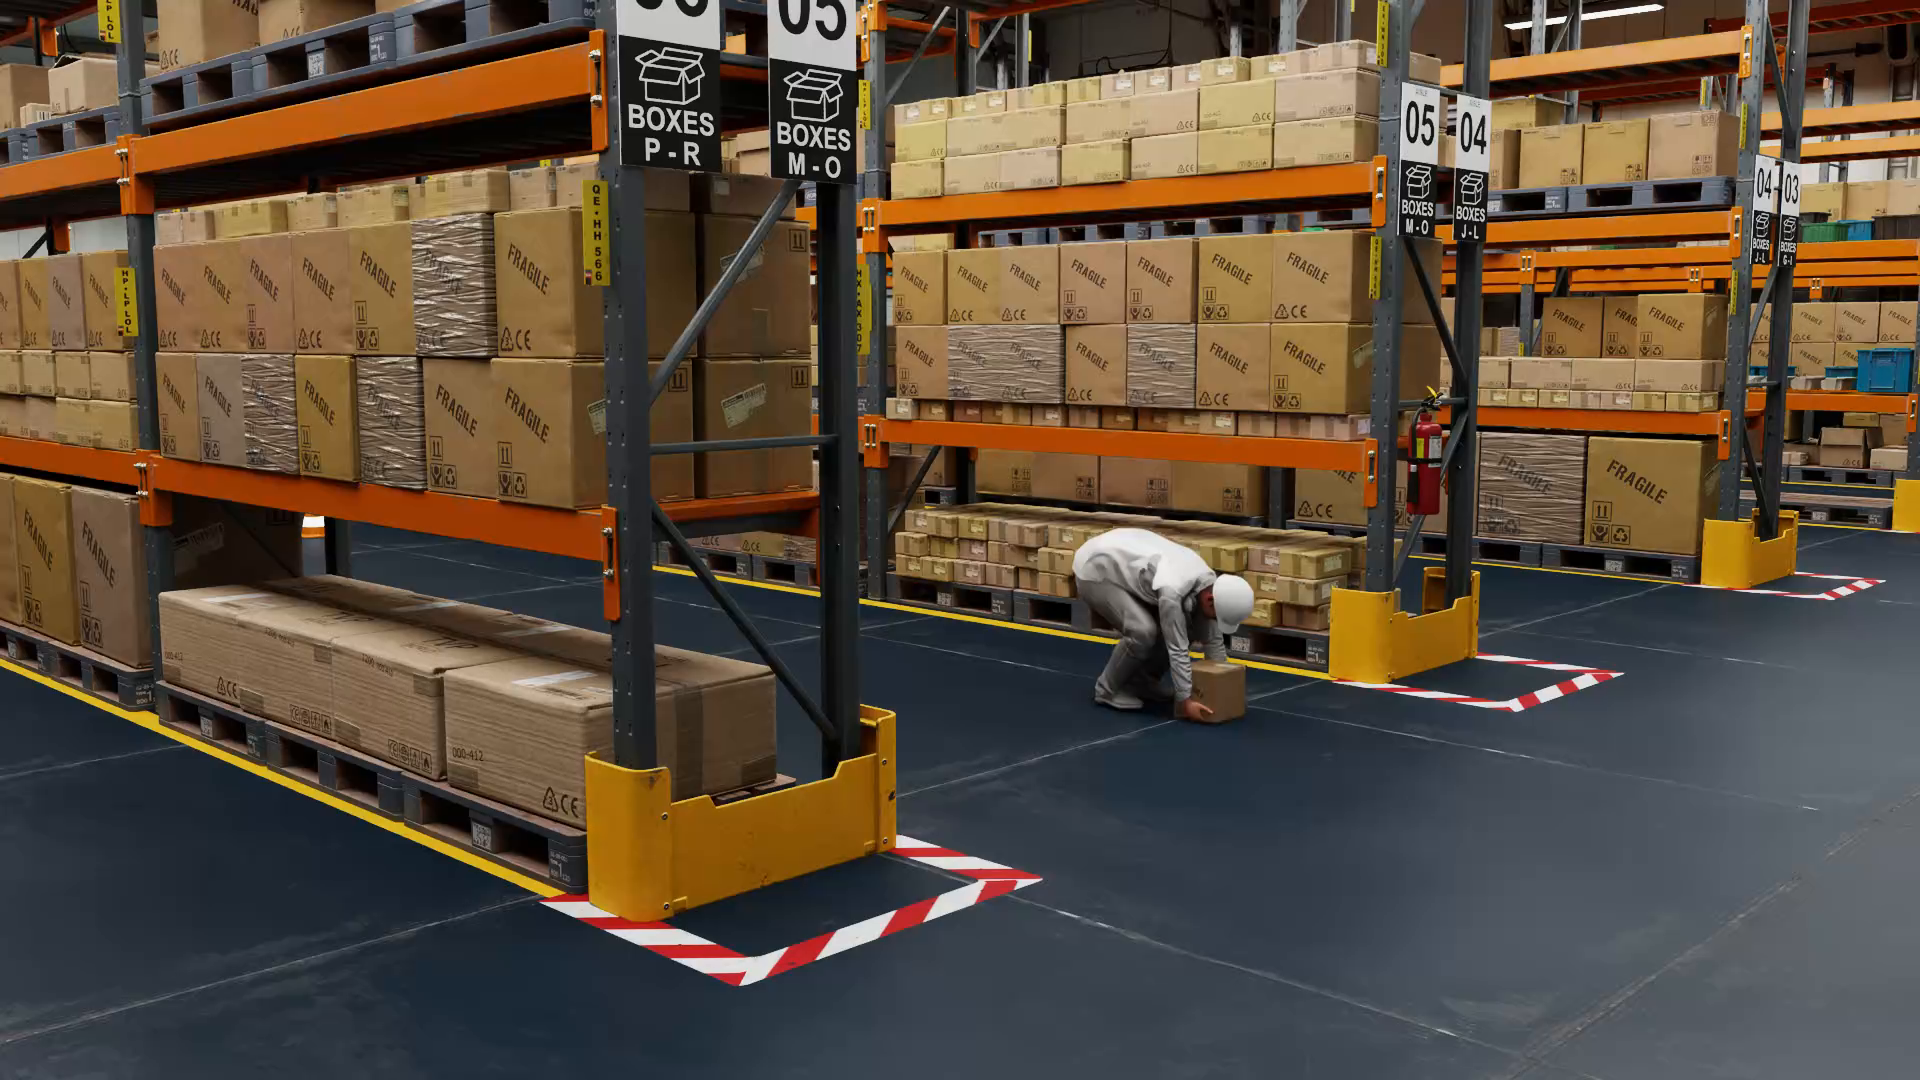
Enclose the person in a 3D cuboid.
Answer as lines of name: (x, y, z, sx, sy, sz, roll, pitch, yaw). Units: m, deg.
person: (1.043, 0.409, 8.394, 1.001, 0.916, 0.520, 6, 9, 41)
